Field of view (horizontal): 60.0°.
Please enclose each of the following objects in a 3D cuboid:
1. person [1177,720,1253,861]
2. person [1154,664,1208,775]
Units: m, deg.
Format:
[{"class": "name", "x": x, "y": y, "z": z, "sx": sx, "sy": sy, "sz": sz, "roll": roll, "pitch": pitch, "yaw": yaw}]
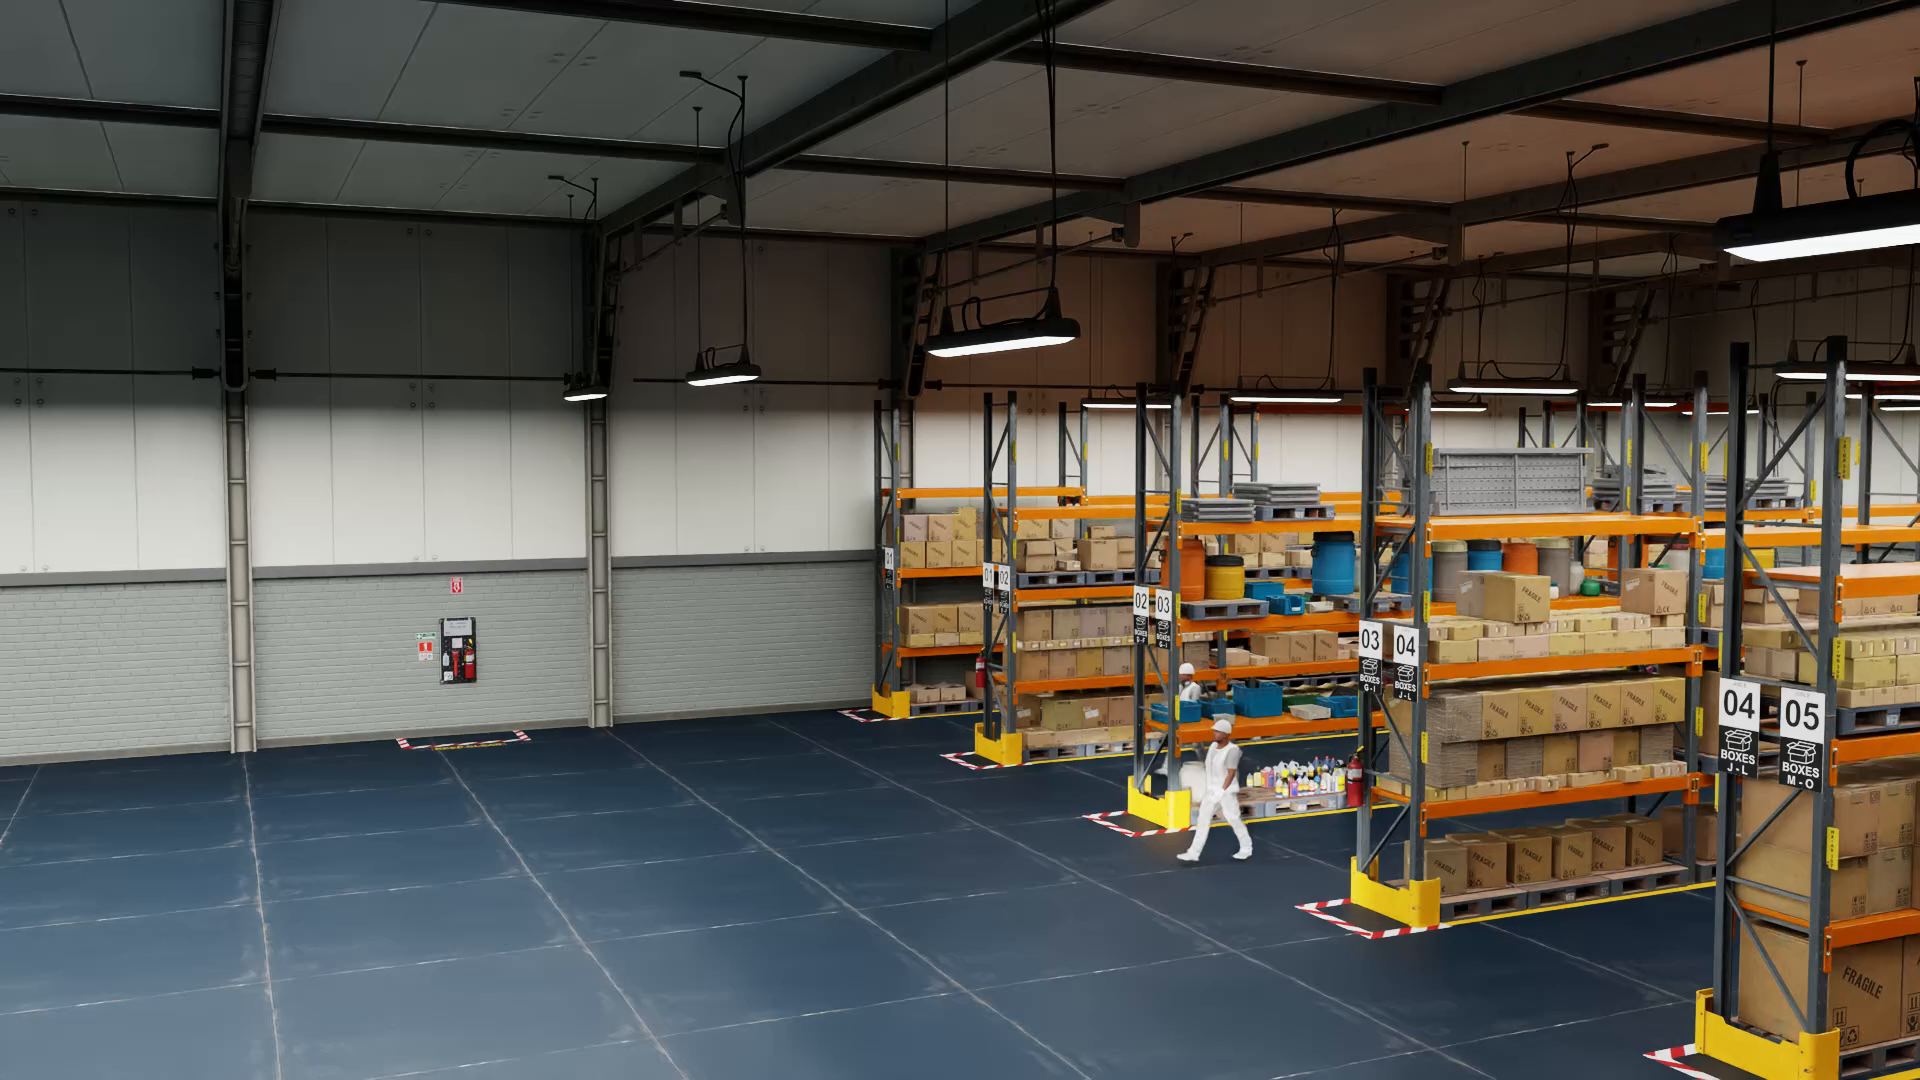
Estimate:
[{"class": "person", "x": 3.152, "y": 3.084, "z": 20.434, "sx": 1.014, "sy": 1.736, "sz": 0.580, "roll": -2, "pitch": 4, "yaw": -29}, {"class": "person", "x": 3.473, "y": 2.780, "z": 25.784, "sx": 1.001, "sy": 1.724, "sz": 0.559, "roll": -2, "pitch": 4, "yaw": -34}]
